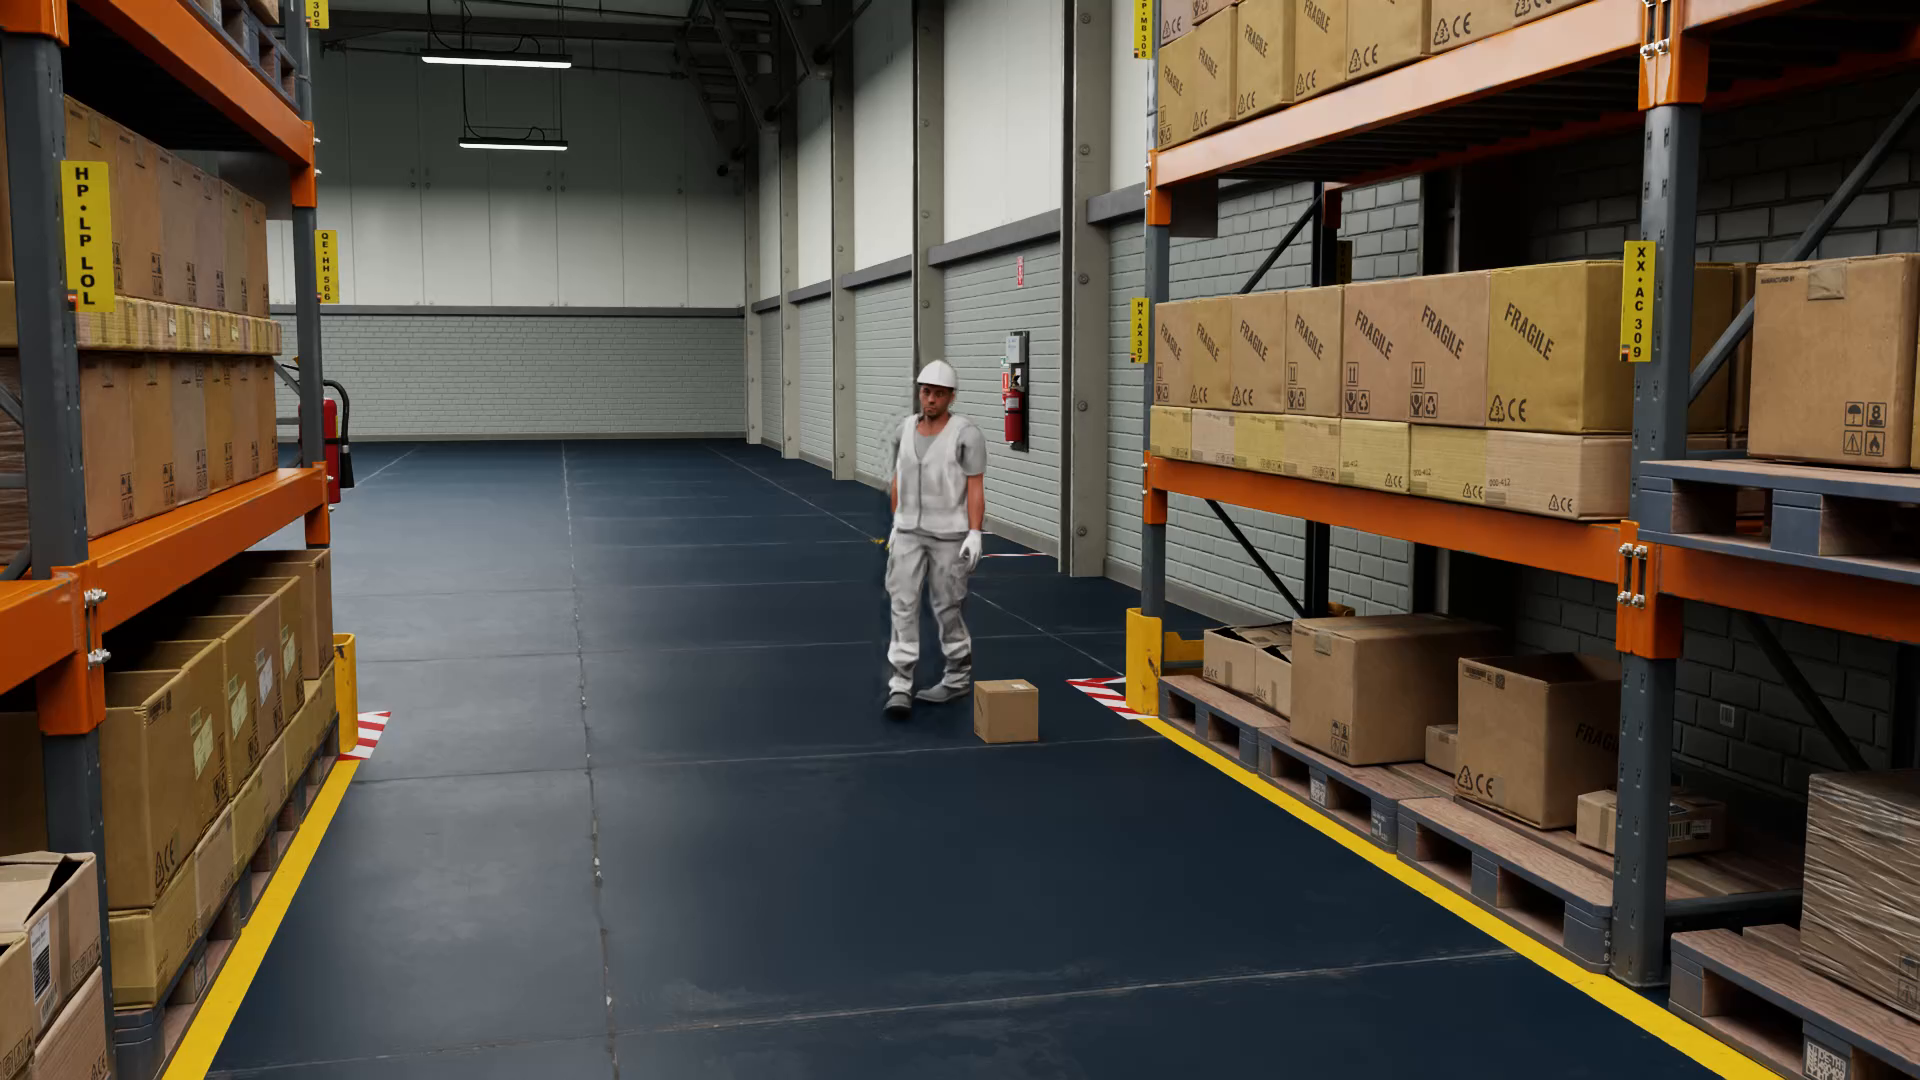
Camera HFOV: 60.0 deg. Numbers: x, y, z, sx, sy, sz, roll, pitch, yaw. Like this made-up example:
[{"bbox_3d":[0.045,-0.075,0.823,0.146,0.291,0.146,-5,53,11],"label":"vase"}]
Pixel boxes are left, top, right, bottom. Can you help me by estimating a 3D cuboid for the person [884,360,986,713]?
[{"bbox_3d":[-0.167,-0.013,8.411,0.564,1.781,0.723,3,7,24],"label":"person"}]
